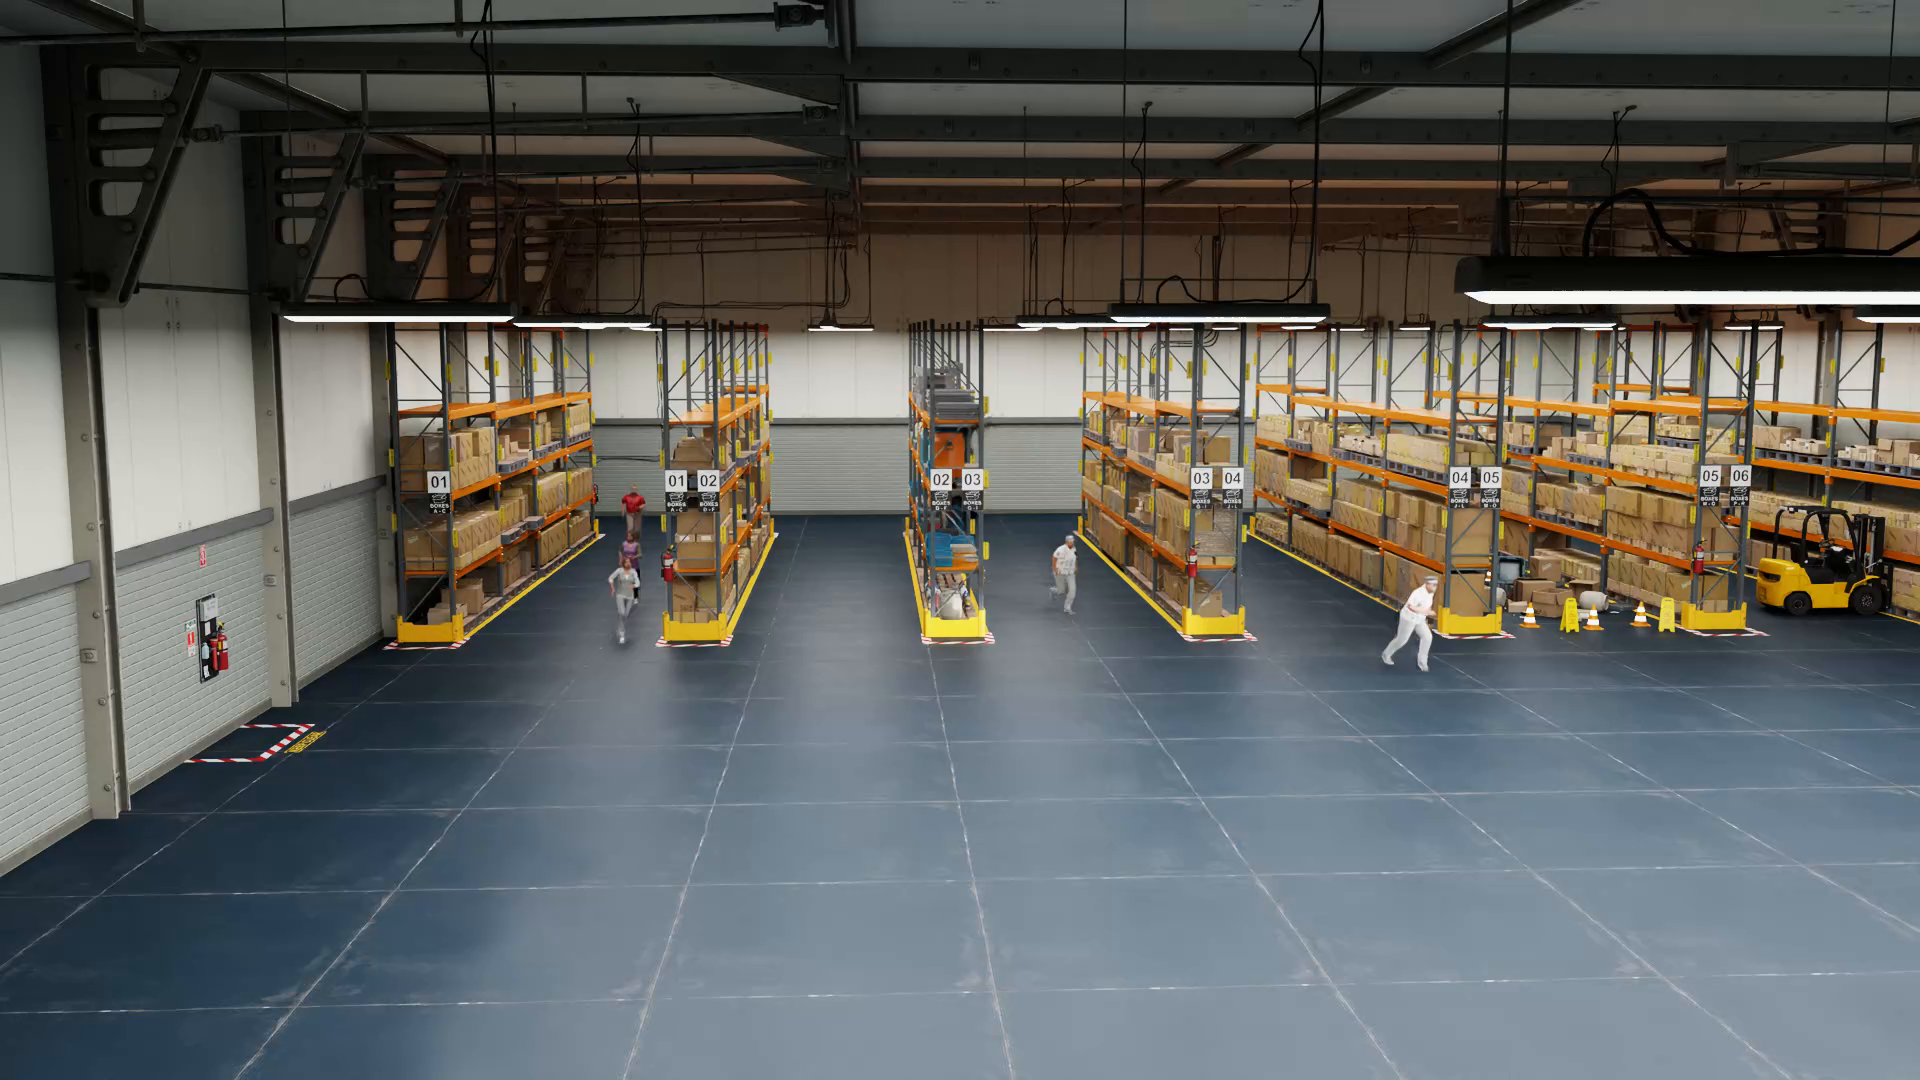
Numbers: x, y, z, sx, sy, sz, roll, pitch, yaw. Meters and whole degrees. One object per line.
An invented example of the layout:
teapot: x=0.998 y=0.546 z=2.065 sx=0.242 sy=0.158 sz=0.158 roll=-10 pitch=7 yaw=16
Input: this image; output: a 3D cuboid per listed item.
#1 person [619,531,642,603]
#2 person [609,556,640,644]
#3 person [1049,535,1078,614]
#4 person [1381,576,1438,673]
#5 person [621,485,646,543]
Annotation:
person: x=-6.912 y=0.623 z=34.892 sx=0.509 sy=1.648 sz=0.728 roll=-1 pitch=7 yaw=-7
person: x=-6.280 y=1.108 z=31.161 sx=0.530 sy=1.637 sz=0.704 roll=-4 pitch=8 yaw=-27
person: x=2.147 y=0.704 z=34.413 sx=0.621 sy=1.651 sz=0.779 roll=-4 pitch=8 yaw=-30
person: x=7.711 y=1.427 z=28.487 sx=1.013 sy=1.719 sz=0.707 roll=7 pitch=10 yaw=44
person: x=-8.655 y=-0.566 z=44.131 sx=0.637 sy=1.775 sz=0.741 roll=-2 pitch=7 yaw=-16
